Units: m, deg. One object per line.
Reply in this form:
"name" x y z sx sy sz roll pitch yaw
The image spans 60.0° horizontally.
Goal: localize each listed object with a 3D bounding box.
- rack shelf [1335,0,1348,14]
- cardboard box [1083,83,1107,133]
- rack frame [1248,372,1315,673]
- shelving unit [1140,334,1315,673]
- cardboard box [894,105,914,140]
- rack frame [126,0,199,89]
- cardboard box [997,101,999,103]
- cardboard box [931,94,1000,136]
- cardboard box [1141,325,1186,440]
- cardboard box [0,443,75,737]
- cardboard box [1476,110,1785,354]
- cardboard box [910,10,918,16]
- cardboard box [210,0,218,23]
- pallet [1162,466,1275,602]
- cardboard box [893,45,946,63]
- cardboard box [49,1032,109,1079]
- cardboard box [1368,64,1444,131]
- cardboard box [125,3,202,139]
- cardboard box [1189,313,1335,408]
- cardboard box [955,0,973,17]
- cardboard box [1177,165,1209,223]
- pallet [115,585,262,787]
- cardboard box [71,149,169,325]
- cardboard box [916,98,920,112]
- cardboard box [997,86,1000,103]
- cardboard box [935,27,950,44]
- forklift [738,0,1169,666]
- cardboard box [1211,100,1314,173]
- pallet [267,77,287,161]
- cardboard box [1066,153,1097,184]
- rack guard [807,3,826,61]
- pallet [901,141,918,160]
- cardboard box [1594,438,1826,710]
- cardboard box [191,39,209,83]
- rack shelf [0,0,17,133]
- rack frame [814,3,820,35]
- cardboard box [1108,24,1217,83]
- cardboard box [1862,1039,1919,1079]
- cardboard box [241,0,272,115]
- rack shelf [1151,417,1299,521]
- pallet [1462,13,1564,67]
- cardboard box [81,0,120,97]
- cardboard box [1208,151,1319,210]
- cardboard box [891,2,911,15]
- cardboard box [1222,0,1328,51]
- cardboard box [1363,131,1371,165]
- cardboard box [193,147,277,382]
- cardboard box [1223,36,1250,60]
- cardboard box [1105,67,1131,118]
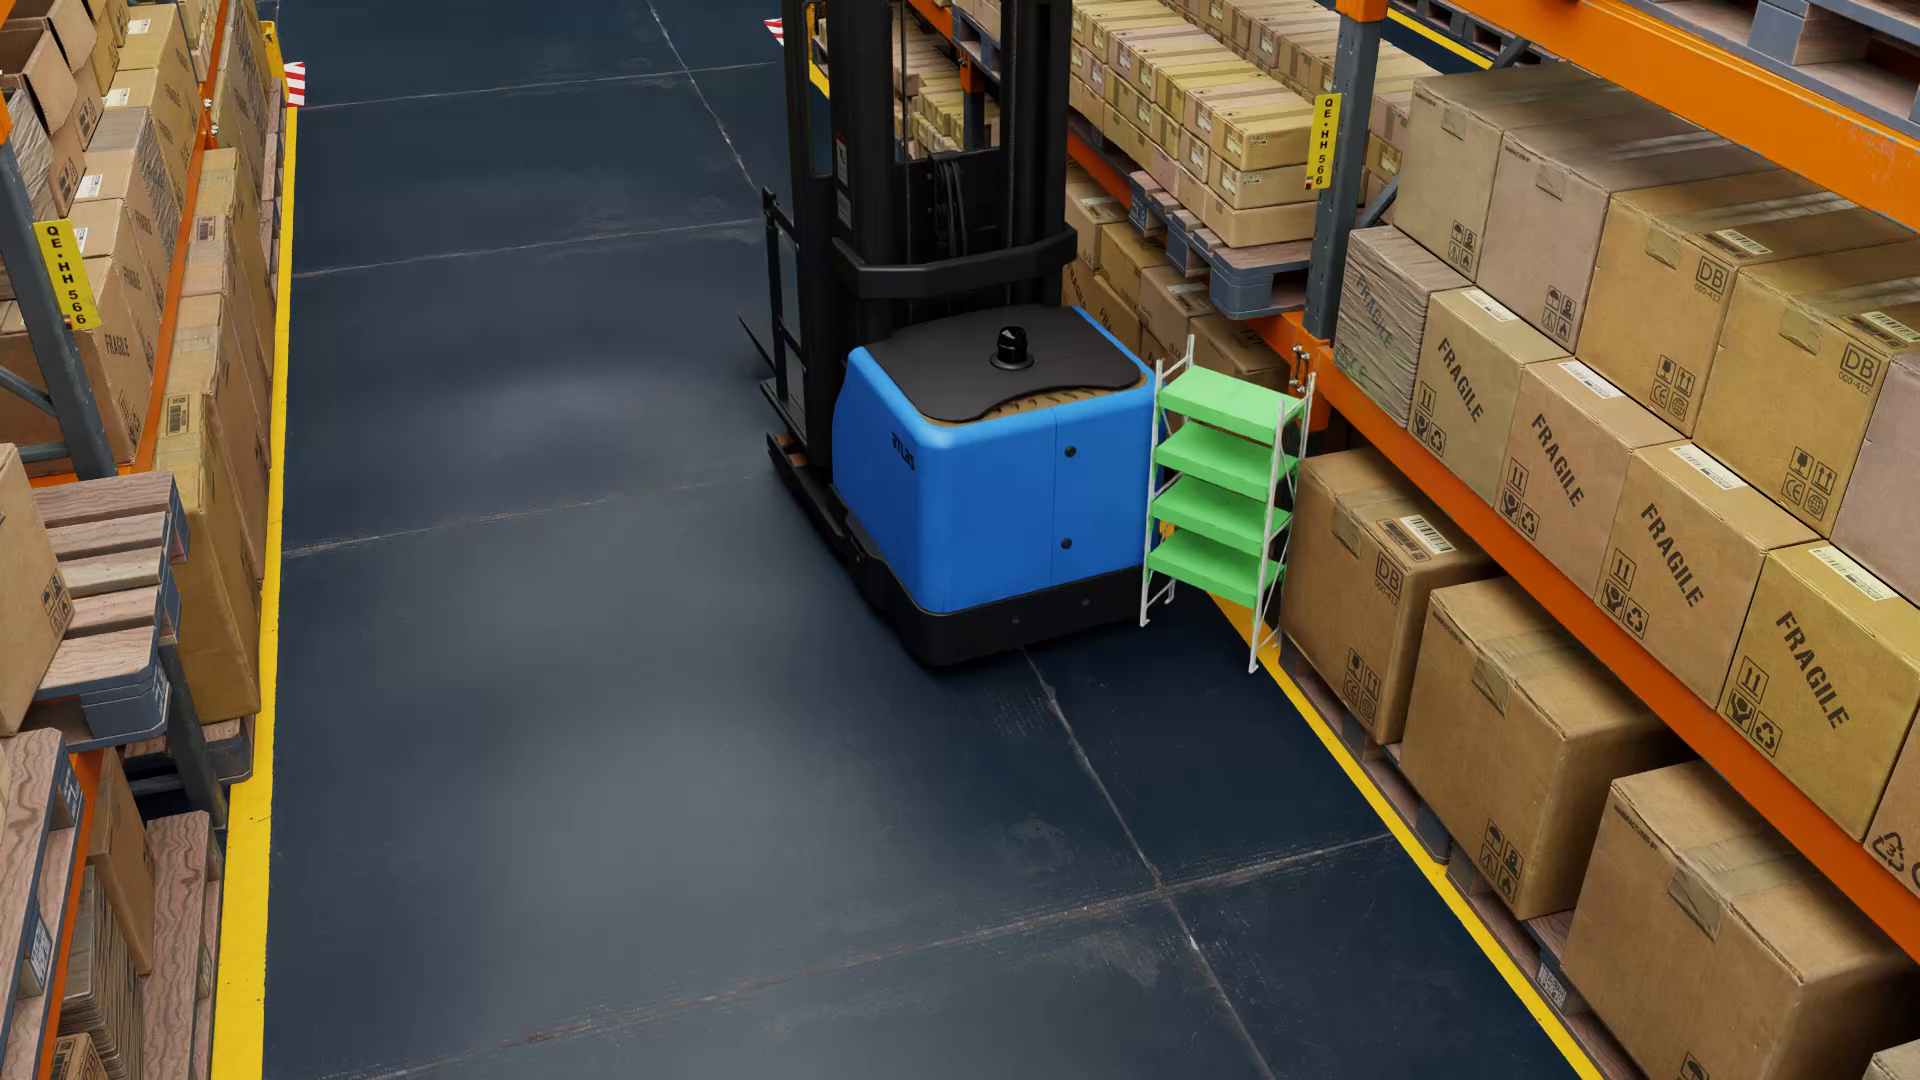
"rack shelf" 1.121 -2.978 6.968 1.077 0.370 4.000 -10 35 -15
"cardboard box" 0.757 -1.903 7.257 0.380 0.149 0.250 -9 35 -13
"rack frame" 1.175 -0.039 6.096 0.015 1.200 0.240 23 41 30
"shelving unit" 0.980 -0.121 6.217 0.503 1.200 0.258 23 41 30
"cardboard box" -0.249 -2.755 10.903 0.380 0.149 0.250 -10 35 -15
"rack frame" -4.243 -2.296 8.004 1.000 3.000 0.127 -10 35 -15
"cardboard box" 0.355 -2.813 10.721 0.380 0.149 0.250 -12 35 -17
"cardboard box" 0.039 -2.582 10.102 0.380 0.149 0.250 -10 35 -14
"cardboard box" 1.127 -0.684 7.451 0.500 0.500 0.500 -9 34 -13
"cardboard box" -2.555 0.140 3.846 0.700 0.500 0.500 -5 34 -8
"cardboard box" 2.014 -0.933 4.944 0.700 0.500 0.500 -10 35 -15
"cardboard box" -0.248 -3.912 12.384 0.380 0.149 0.250 -11 35 -16
"cardboard box" -4.338 -2.951 9.222 0.380 0.149 0.250 -10 35 -15
"pallet" 1.494 -0.224 7.398 1.003 0.211 1.213 -10 35 -15
"cardboard box" -0.313 -3.127 10.926 0.380 0.149 0.250 -11 35 -16
"cardboard box" -2.439 1.597 3.980 0.700 0.500 0.500 -7 34 -11
"cardboard box" 1.690 -1.712 6.427 0.380 0.149 0.250 -11 35 -16
"cardboard box" -3.840 -2.138 7.674 0.500 0.500 0.500 -10 35 -15
"cardboard box" 1.273 -0.737 6.851 0.500 0.250 0.500 -11 35 -16
"cardboard box" 0.193 -2.863 8.709 0.380 0.149 0.250 -12 35 -17
"cardboard box" 1.069 -1.360 6.434 0.380 0.149 0.250 -10 35 -15
"pallet" -3.192 0.541 6.240 1.003 0.211 1.213 -10 35 -15
"cardboard box" -3.231 -1.077 6.069 0.500 0.500 0.500 -11 35 -16
"cardboard box" -0.064 -2.725 10.588 0.380 0.149 0.250 -10 35 -14
"cardboard box" 0.452 -2.806 10.441 0.380 0.149 0.250 -10 35 -15
"cardboard box" 0.044 -3.484 11.468 0.380 0.149 0.250 -11 35 -16
"forklift" -0.247 -1.541 6.924 1.130 2.935 3.031 -13 36 -19
"cardboard box" 1.145 -1.476 6.070 0.380 0.149 0.250 -11 35 -17
"pallet" -5.145 -2.826 11.336 1.003 0.211 1.213 -10 35 -15
"cardboard box" 0.650 -1.811 8.476 0.500 0.250 0.500 -9 35 -13
"rack guard" -0.686 -4.094 12.993 1.175 0.500 0.348 -10 35 -15
"pallet" 0.273 -2.260 10.479 1.003 0.211 1.213 -10 35 -15
"cardboard box" 2.072 0.056 4.354 0.500 0.500 0.500 -10 35 -15
"cardboard box" -4.017 -2.403 8.393 0.380 0.149 0.250 -10 35 -15
"rack shelf" -3.633 -2.197 5.786 1.077 0.370 4.000 -10 35 -15
"rack frame" -0.709 -5.177 12.364 1.000 3.000 0.127 -10 35 -15
"cardboard box" 0.838 -2.013 6.883 0.380 0.149 0.250 -10 35 -15
"cardboard box" 2.677 1.576 3.804 1.050 0.750 0.750 -10 35 -15
"cardboard box" -5.192 -3.362 11.164 0.875 0.875 0.875 -10 35 -15
"rack shelf" 0.978 -0.265 6.117 0.480 0.148 0.258 23 41 30
"pallet" 4.661 -3.853 12.890 1.003 0.211 1.213 -10 35 -15
"cardboard box" -3.842 -2.060 6.646 0.797 0.503 0.637 -10 35 -14
"cardboard box" 1.147 -1.354 6.156 0.380 0.149 0.250 -9 35 -14
"cardboard box" -0.565 -3.684 11.770 0.380 0.149 0.250 -12 35 -17
"cardboard box" 1.373 -2.261 7.258 0.380 0.149 0.250 -9 35 -13
"cardboard box" 1.690 -1.601 6.529 0.380 0.149 0.250 -8 34 -12
"cardboard box" -4.029 -1.252 7.971 1.225 0.875 0.875 -10 35 -15
"cardboard box" 1.381 -2.135 7.337 0.380 0.149 0.250 -10 35 -15
"cardboard box" 0.832 -1.894 6.973 0.380 0.149 0.250 -10 35 -15
